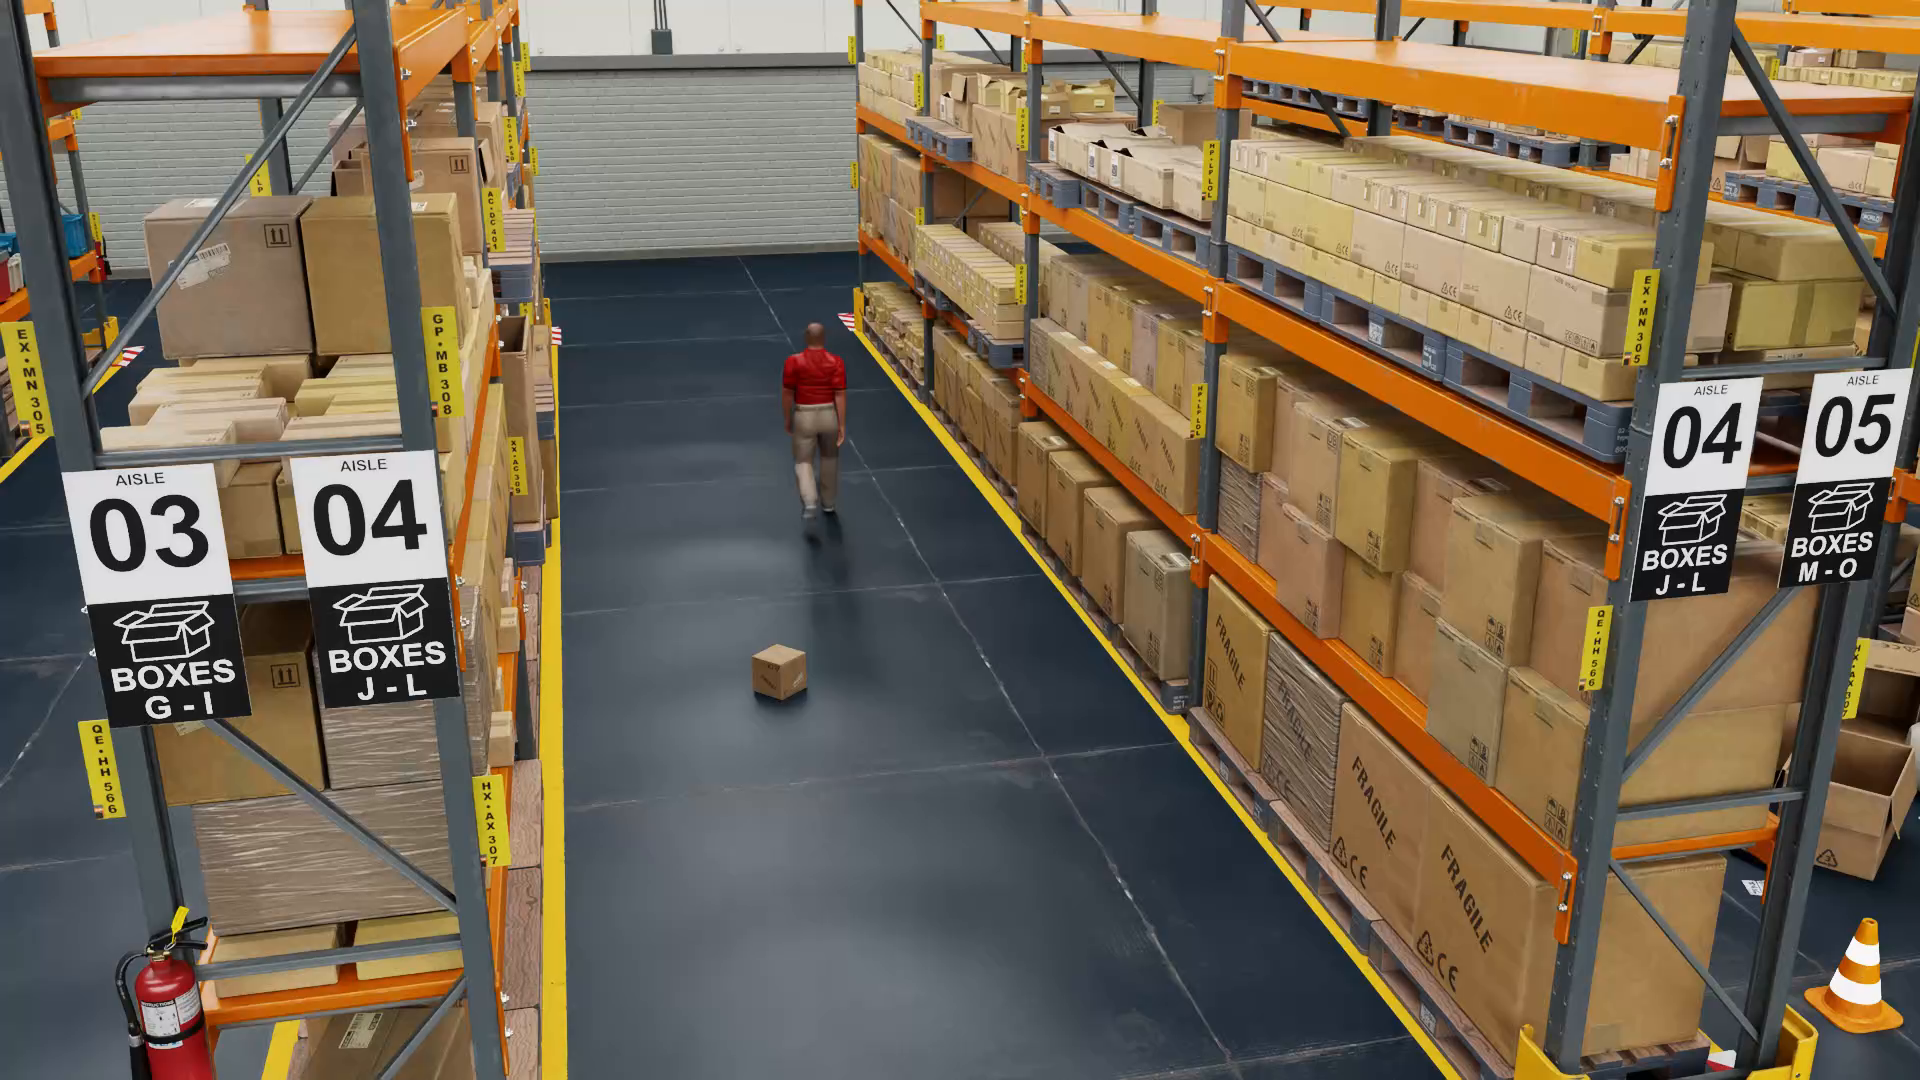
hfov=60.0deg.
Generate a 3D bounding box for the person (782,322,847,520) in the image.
[{"bbox_3d":[-1.209,-0.987,13.866,0.534,1.686,0.914,-3,20,-8],"label":"person"}]
